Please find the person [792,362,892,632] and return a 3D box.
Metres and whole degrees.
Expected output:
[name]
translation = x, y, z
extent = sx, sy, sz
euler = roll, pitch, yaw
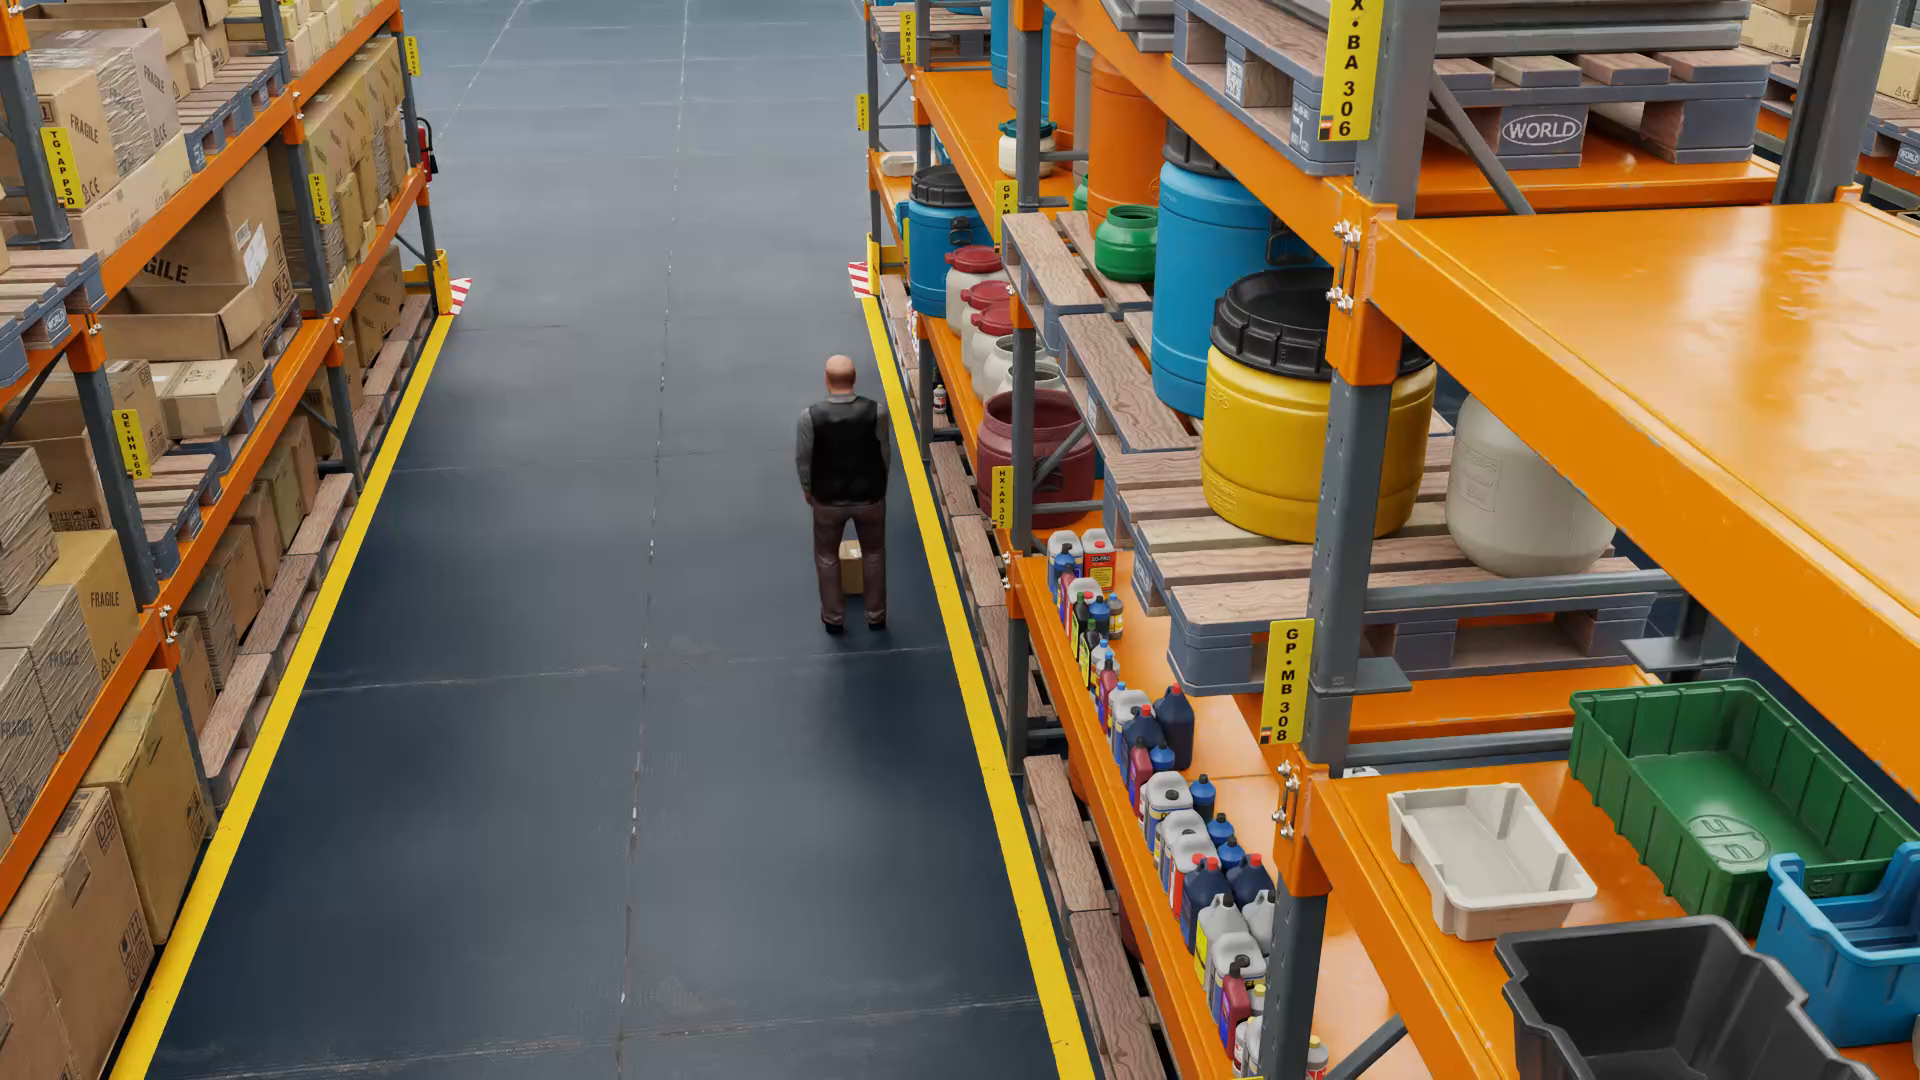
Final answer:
[person]
translation = -0.676, -0.223, 9.694
extent = 0.574, 1.617, 0.482
euler = -3, 27, -6
